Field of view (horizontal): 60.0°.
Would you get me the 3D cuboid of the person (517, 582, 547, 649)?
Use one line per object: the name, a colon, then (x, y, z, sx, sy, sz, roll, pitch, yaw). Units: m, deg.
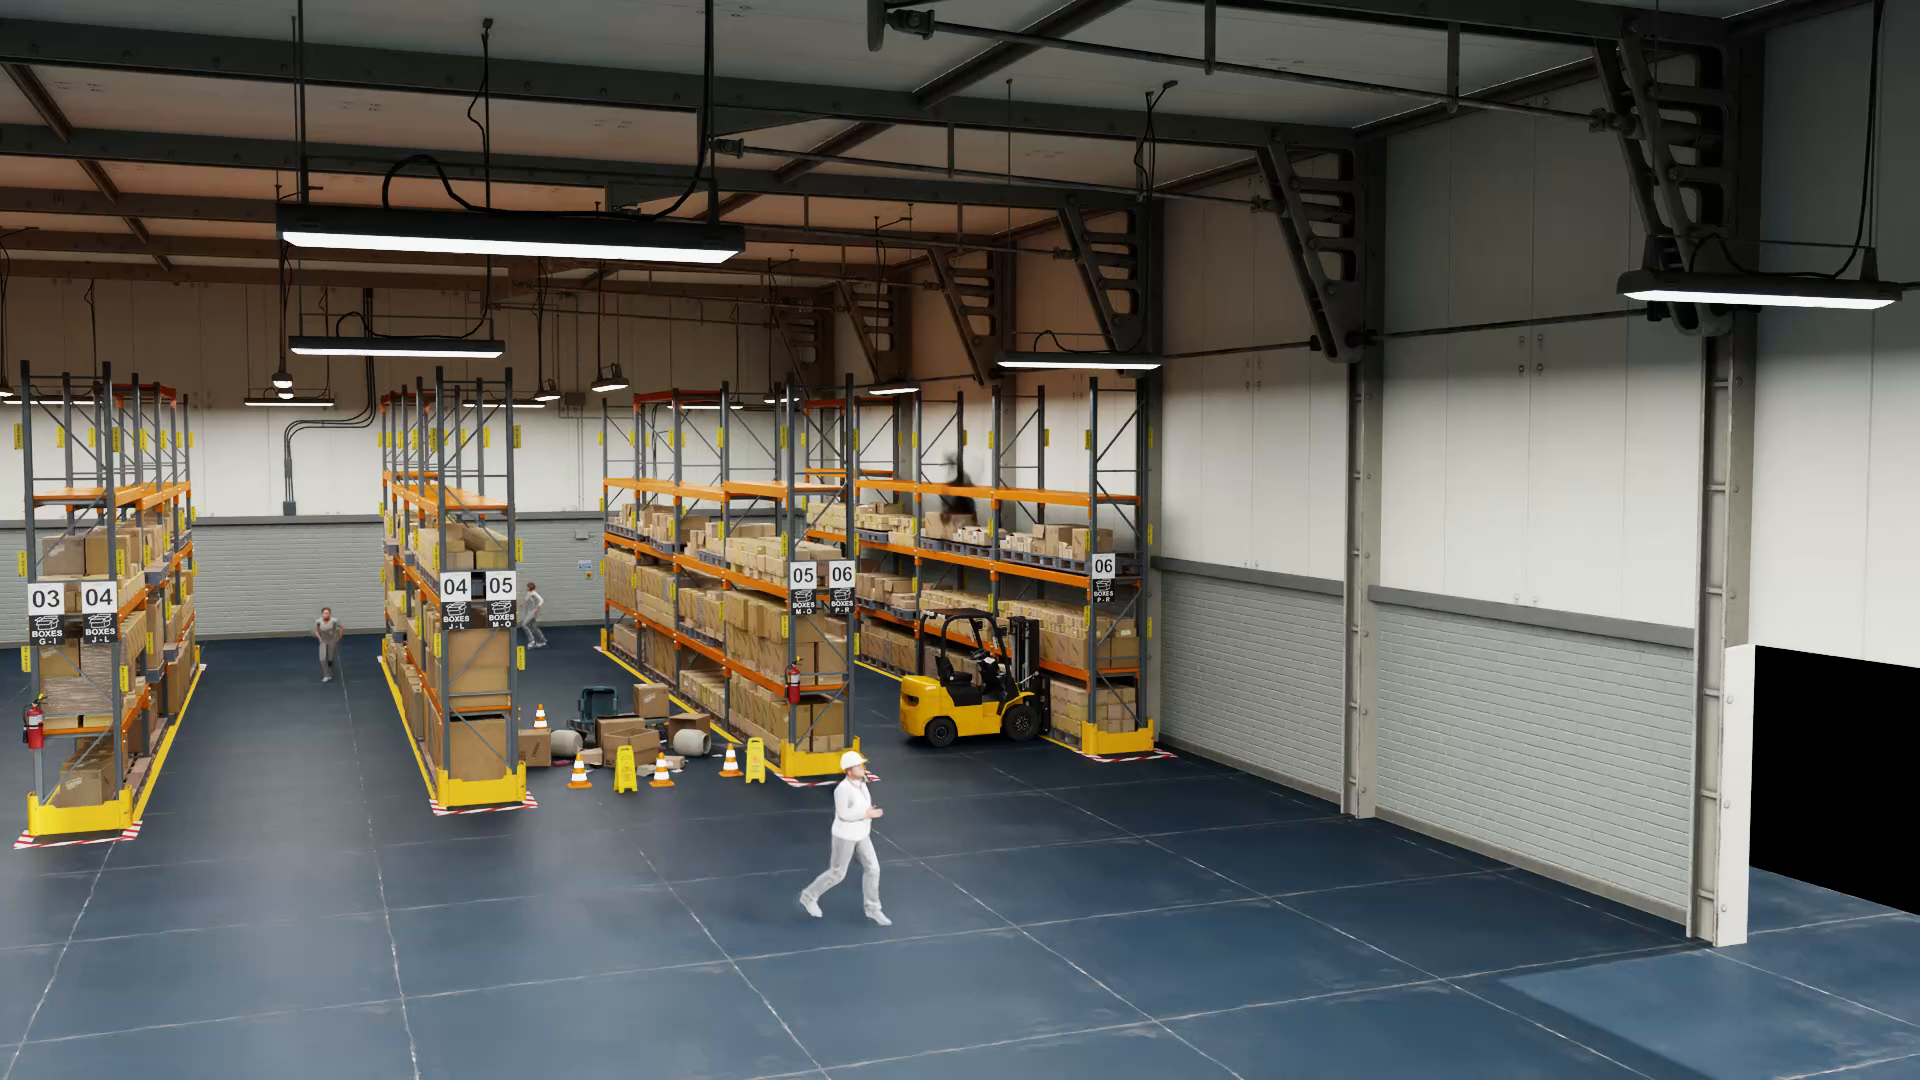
person: (-10.276, 1.809, 39.903, 0.681, 1.614, 0.526, -1, 4, -21)

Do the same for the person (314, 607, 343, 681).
person: (-13.139, 2.149, 34.636, 0.561, 1.570, 0.804, -1, 4, -16)

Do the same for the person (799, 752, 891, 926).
person: (-1.175, 3.078, 17.220, 0.945, 1.808, 0.665, 1, 4, 23)
